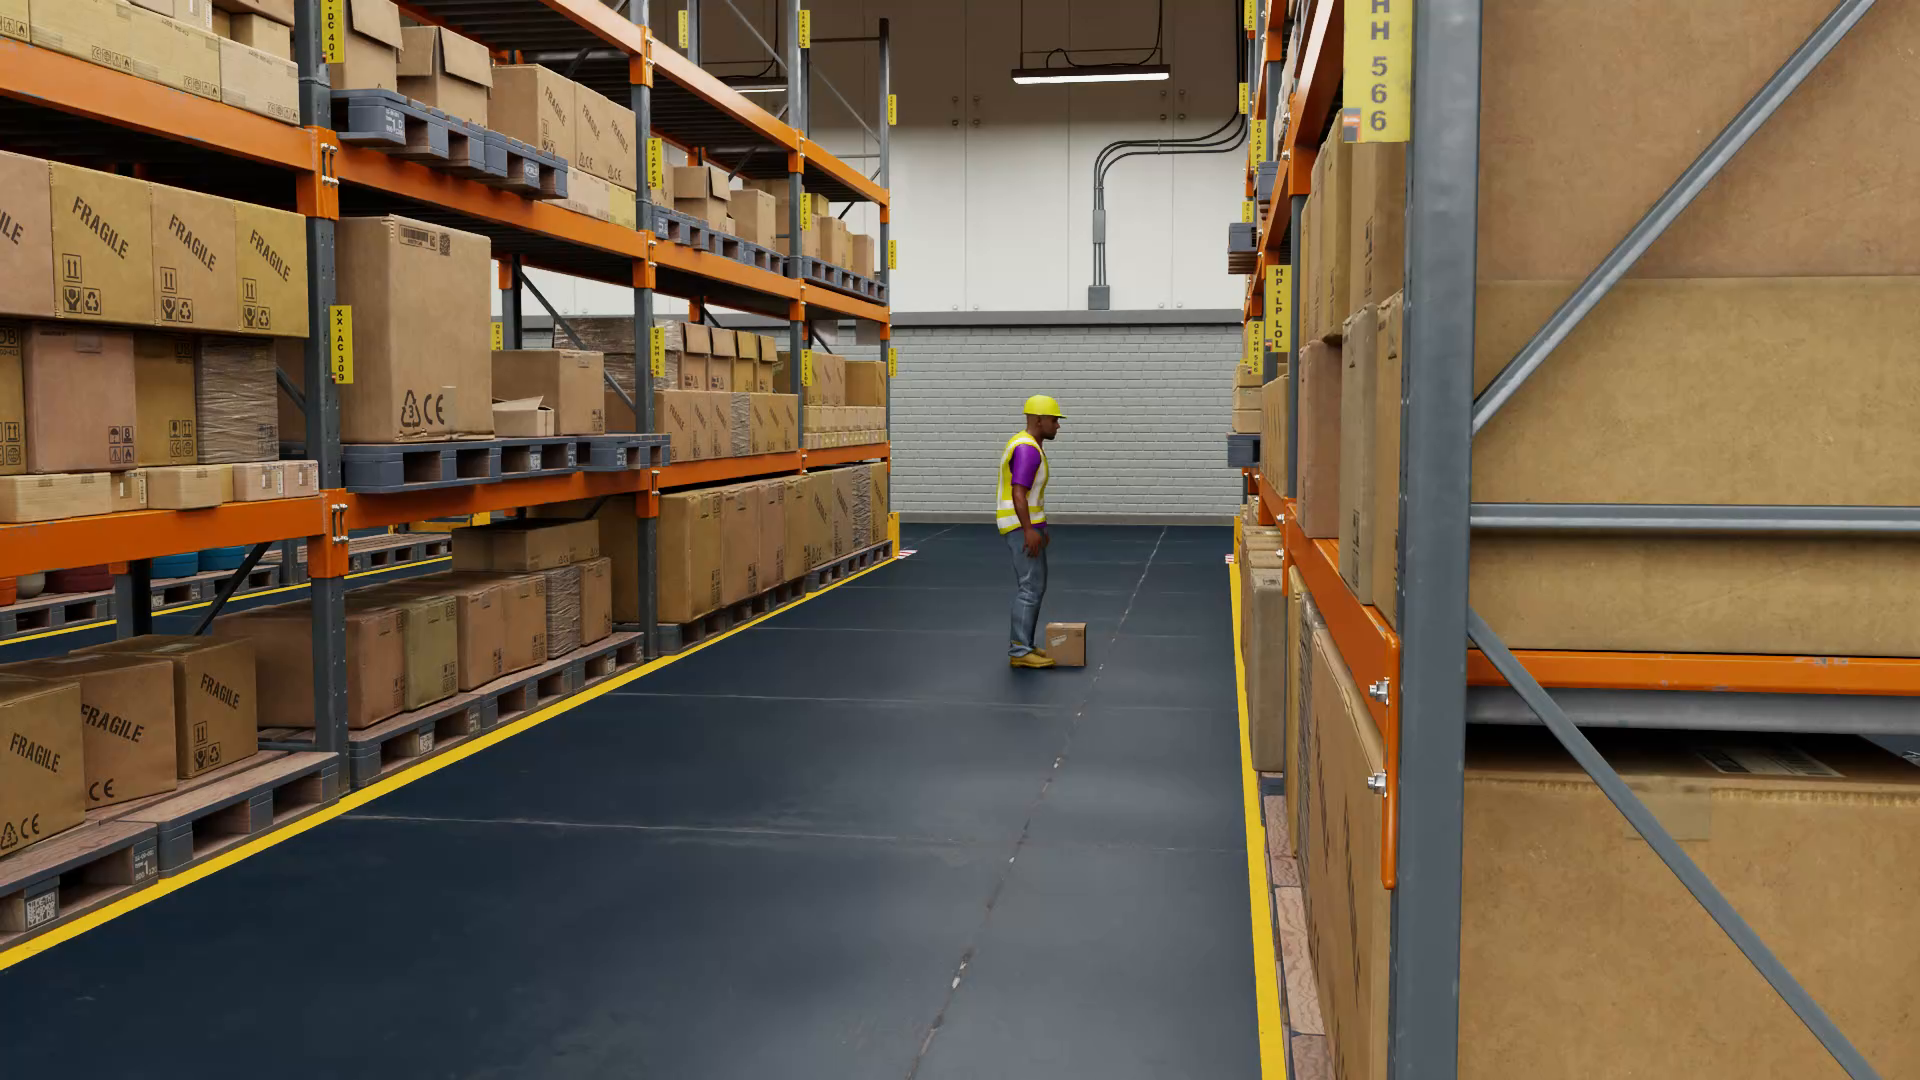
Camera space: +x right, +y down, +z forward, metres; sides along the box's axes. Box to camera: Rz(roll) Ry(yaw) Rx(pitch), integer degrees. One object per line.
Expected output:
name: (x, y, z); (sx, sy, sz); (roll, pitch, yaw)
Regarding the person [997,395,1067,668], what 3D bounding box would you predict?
person: (0.470, -0.068, 10.900); (0.456, 1.761, 0.627); (1, 4, 9)
